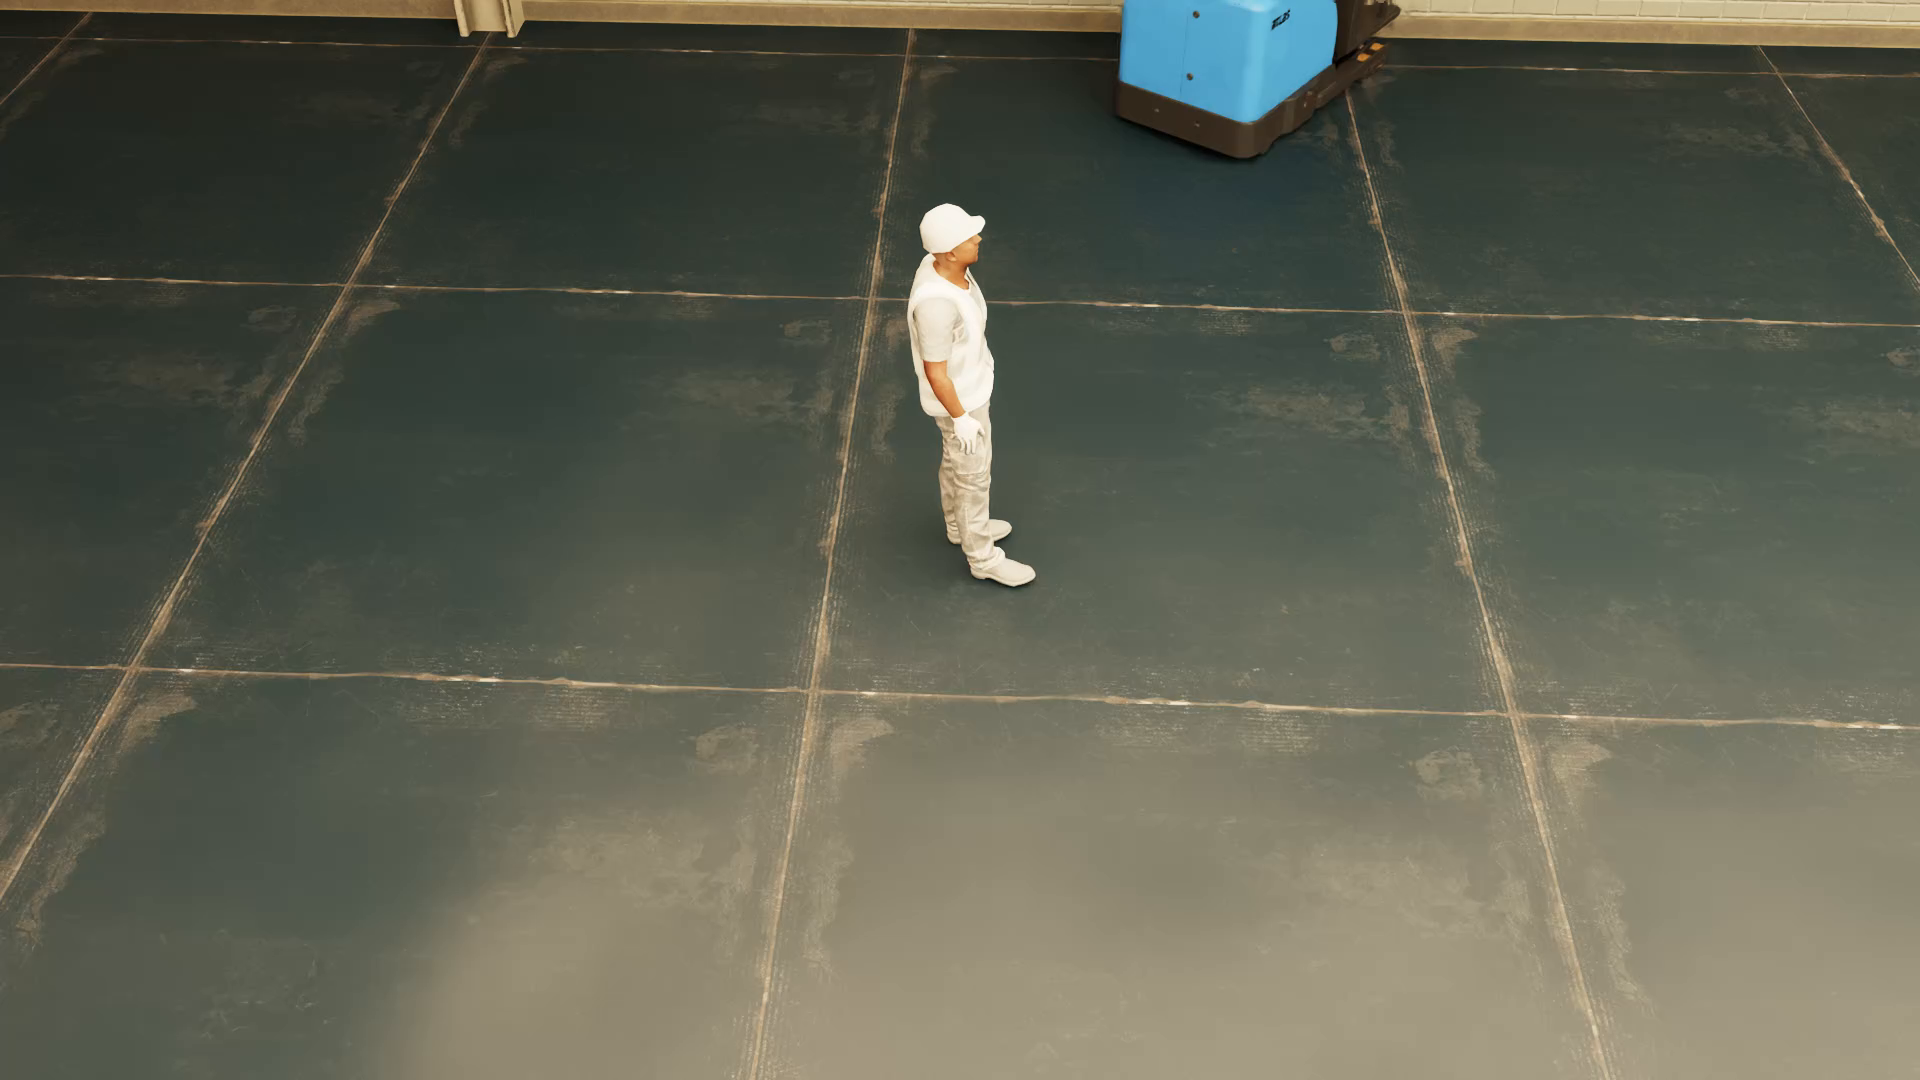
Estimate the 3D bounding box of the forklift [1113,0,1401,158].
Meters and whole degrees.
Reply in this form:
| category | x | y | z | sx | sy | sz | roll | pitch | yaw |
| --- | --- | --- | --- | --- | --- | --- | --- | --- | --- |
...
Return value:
| category | x | y | z | sx | sy | sz | roll | pitch | yaw |
| --- | --- | --- | --- | --- | --- | --- | --- | --- | --- |
| forklift | 2.301 | -4.419 | 10.583 | 1.130 | 2.935 | 3.031 | 27 | 49 | 27 |

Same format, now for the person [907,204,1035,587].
| category | x | y | z | sx | sy | sz | roll | pitch | yaw |
| --- | --- | --- | --- | --- | --- | --- | --- | --- | --- |
| person | 0.071 | -0.656 | 7.301 | 0.577 | 1.782 | 0.656 | 2 | 42 | 2 |
